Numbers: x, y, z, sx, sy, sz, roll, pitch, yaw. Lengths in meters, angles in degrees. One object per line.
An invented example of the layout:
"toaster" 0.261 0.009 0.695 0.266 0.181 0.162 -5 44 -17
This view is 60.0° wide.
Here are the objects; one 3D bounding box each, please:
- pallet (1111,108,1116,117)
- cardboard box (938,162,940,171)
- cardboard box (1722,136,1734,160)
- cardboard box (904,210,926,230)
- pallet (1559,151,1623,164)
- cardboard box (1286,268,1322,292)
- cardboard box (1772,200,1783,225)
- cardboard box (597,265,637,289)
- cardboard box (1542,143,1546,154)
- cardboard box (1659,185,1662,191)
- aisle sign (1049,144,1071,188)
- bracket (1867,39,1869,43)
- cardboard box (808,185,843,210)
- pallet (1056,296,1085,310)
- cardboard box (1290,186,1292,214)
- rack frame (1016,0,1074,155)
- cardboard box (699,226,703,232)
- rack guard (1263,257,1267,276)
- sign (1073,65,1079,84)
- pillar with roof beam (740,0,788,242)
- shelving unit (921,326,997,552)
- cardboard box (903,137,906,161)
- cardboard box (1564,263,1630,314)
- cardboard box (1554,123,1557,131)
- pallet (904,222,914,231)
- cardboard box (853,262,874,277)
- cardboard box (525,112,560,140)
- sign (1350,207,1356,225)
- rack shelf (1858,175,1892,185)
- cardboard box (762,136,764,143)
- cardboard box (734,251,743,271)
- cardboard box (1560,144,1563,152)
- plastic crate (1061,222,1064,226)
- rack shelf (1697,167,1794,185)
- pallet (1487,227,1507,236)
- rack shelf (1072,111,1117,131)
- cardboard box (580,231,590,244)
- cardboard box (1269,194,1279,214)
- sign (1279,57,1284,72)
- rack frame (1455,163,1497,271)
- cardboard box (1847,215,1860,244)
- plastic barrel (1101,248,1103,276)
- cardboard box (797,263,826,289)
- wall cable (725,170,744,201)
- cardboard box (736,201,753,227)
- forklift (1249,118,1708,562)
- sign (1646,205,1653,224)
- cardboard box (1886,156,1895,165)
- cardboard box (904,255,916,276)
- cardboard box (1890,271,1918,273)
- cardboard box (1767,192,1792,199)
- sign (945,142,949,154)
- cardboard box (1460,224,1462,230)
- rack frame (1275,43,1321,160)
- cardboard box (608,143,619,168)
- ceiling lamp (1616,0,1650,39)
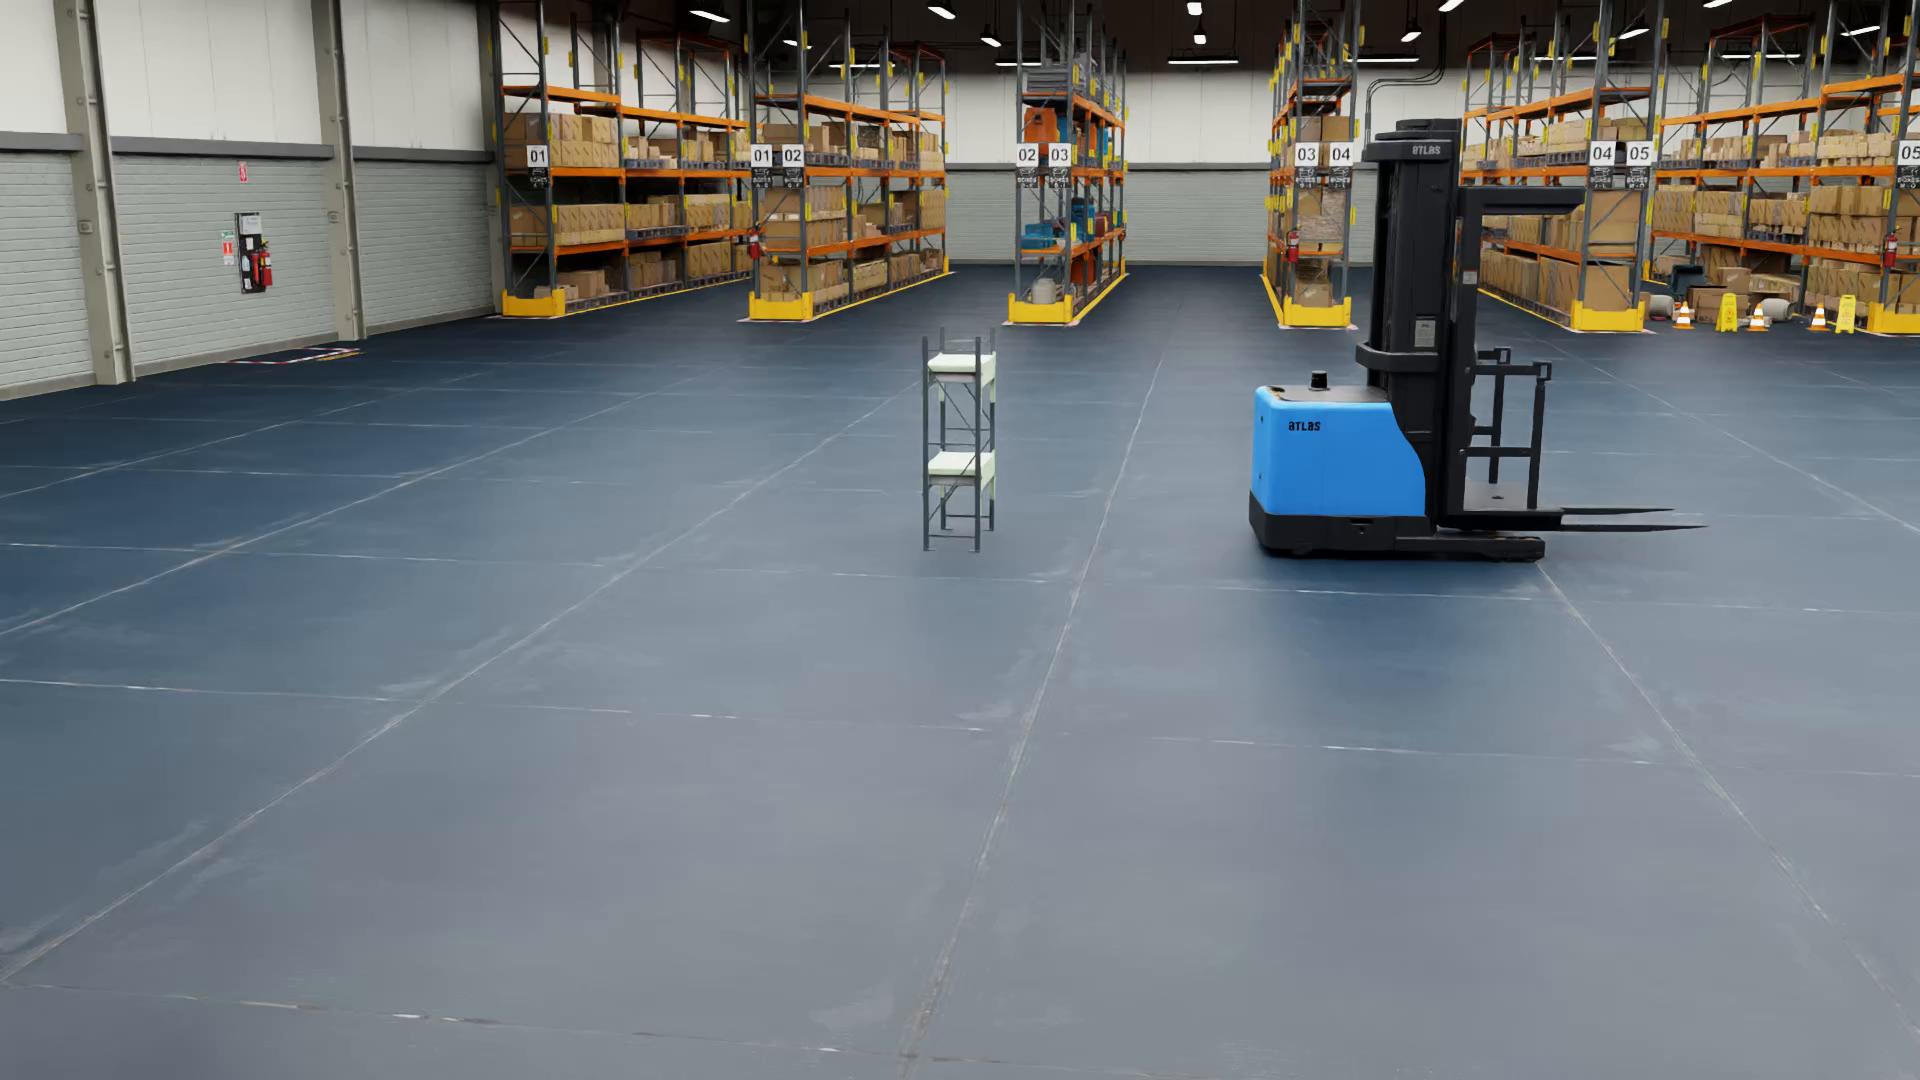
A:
"pallet" 3.268 -10.463 40.583 1.003 0.211 1.213 2 12 9
"cardboard box" -0.820 -10.160 45.251 0.500 0.250 0.500 2 12 9
"cardboard box" 17.420 -8.774 37.233 0.500 0.500 0.500 2 12 9
"cardboard box" -1.181 -8.299 43.146 0.500 0.500 0.500 2 12 10
"pallet" 11.588 -6.984 30.371 1.003 0.211 1.213 2 12 9
"cardboard box" 7.322 -5.501 35.290 0.700 0.500 0.500 1 12 4
"cardboard box" 16.905 -6.668 33.872 0.500 0.500 0.500 1 12 7
"cardboard box" -7.558 -5.794 36.649 0.700 0.500 0.500 2 12 11
"cardboard box" 11.865 -7.784 32.992 0.500 0.250 0.500 2 12 9
"cardboard box" 18.338 -9.133 43.100 0.380 0.149 0.250 2 12 10
"aisle sign" 1.798 -6.740 29.978 0.394 0.787 0.004 2 12 9
"bracket" 24.590 -13.505 44.755 0.235 0.232 0.430 2 12 9
"cardboard box" -2.821 -7.078 34.401 0.700 0.500 0.500 2 12 9
"pallet" 1.990 -4.825 33.880 1.003 0.211 1.213 2 12 9
"cardboard box" 6.325 -6.243 30.526 0.500 0.500 0.500 2 12 9
"rack frame" 1.519 -8.426 29.733 1.000 3.000 0.127 2 12 9
"cardboard box" -6.590 -7.697 41.137 0.380 0.149 0.250 2 12 10
"rack guard" 8.878 -7.447 45.362 1.175 0.500 0.348 2 12 9
"sign" 2.062 -8.306 29.668 0.100 0.325 0.005 2 12 9
"pillar with roof beam" -1.995 -12.529 48.768 9.100 9.000 0.548 2 12 9
"shelving unit" -0.001 -0.732 11.829 0.431 1.500 0.755 2 12 9
"cardboard box" -1.679 -9.820 41.848 0.600 0.600 0.600 1 12 3
"cardboard box" 11.338 -4.461 29.622 0.875 0.875 0.875 2 12 9
"cardboard box" 11.445 -7.801 31.421 0.380 0.149 0.250 2 12 8
"pallet" -1.760 -7.896 41.970 1.003 0.211 1.213 2 12 9
"cardboard box" -2.214 -6.021 37.011 0.500 0.311 0.500 2 12 10
"cardboard box" -7.971 -7.901 31.756 0.500 0.500 0.500 1 12 5
"sign" 6.950 -5.739 29.448 0.100 0.325 0.005 2 12 9
"rack shelf" 23.264 -8.881 40.671 1.077 0.370 4.000 2 12 9
"cardboard box" -5.652 -10.998 46.128 0.500 0.500 0.500 2 12 8
"cardboard box" -6.208 -7.448 44.372 0.700 0.500 0.500 2 12 9
"cardboard box" 11.328 -7.252 30.766 0.380 0.149 0.250 2 12 9
"plastic crate" 1.997 -6.558 35.343 0.392 0.384 0.575 2 12 9
"rack shelf" 17.743 -8.209 37.550 1.077 0.370 4.000 2 12 9
"pallet" 12.793 -7.137 38.443 1.003 0.211 1.213 2 12 9
"rack shelf" 3.057 -9.961 39.511 1.077 0.370 4.000 2 12 9
"cardboard box" -7.731 -6.057 33.287 0.500 0.250 0.500 2 12 8
"cardboard box" 8.383 -8.799 43.574 0.500 0.500 0.500 2 12 7
"sign" 7.095 -10.483 36.681 0.100 0.325 0.005 2 12 9
"rack frame" 13.760 -8.482 44.232 1.000 3.000 0.127 2 12 9
"cardboard box" 16.179 -5.537 29.620 0.500 0.500 0.500 2 12 8
"plastic barrel" 3.264 -7.059 41.610 0.600 0.901 0.708 2 12 9
"cardboard box" -2.933 -5.196 32.733 0.500 0.500 0.500 2 12 9
"wall cable" -6.547 -9.939 48.582 0.084 1.984 1.851 2 12 9
"cardboard box" -6.105 -8.875 45.344 0.980 0.700 0.700 1 12 6
"forklift" 3.626 -1.396 11.514 3.031 2.935 1.130 1 12 3
"sign" 11.846 -5.594 28.589 0.100 0.325 0.005 2 12 9
"cardboard box" 15.984 -6.439 28.228 0.380 0.149 0.250 2 12 9
"cardboard box" -1.406 -6.932 41.926 0.500 0.500 0.500 2 12 9
"cardboard box" 16.682 -4.513 29.564 0.500 0.500 0.500 1 12 7
"cardboard box" 17.753 -7.310 36.182 0.500 0.500 0.500 1 12 7
"sign" -0.368 -10.863 46.056 0.100 0.325 0.005 2 12 9
"cardboard box" 13.293 -8.194 43.491 0.380 0.149 0.250 2 12 7
"rack frame" 8.259 -10.764 40.580 1.000 3.000 0.127 2 12 9
"cardboard box" -7.488 -8.059 34.862 0.500 0.500 0.500 2 12 10
"ceiling lamp" 15.765 -13.193 37.997 0.800 3.185 2.000 2 12 9
